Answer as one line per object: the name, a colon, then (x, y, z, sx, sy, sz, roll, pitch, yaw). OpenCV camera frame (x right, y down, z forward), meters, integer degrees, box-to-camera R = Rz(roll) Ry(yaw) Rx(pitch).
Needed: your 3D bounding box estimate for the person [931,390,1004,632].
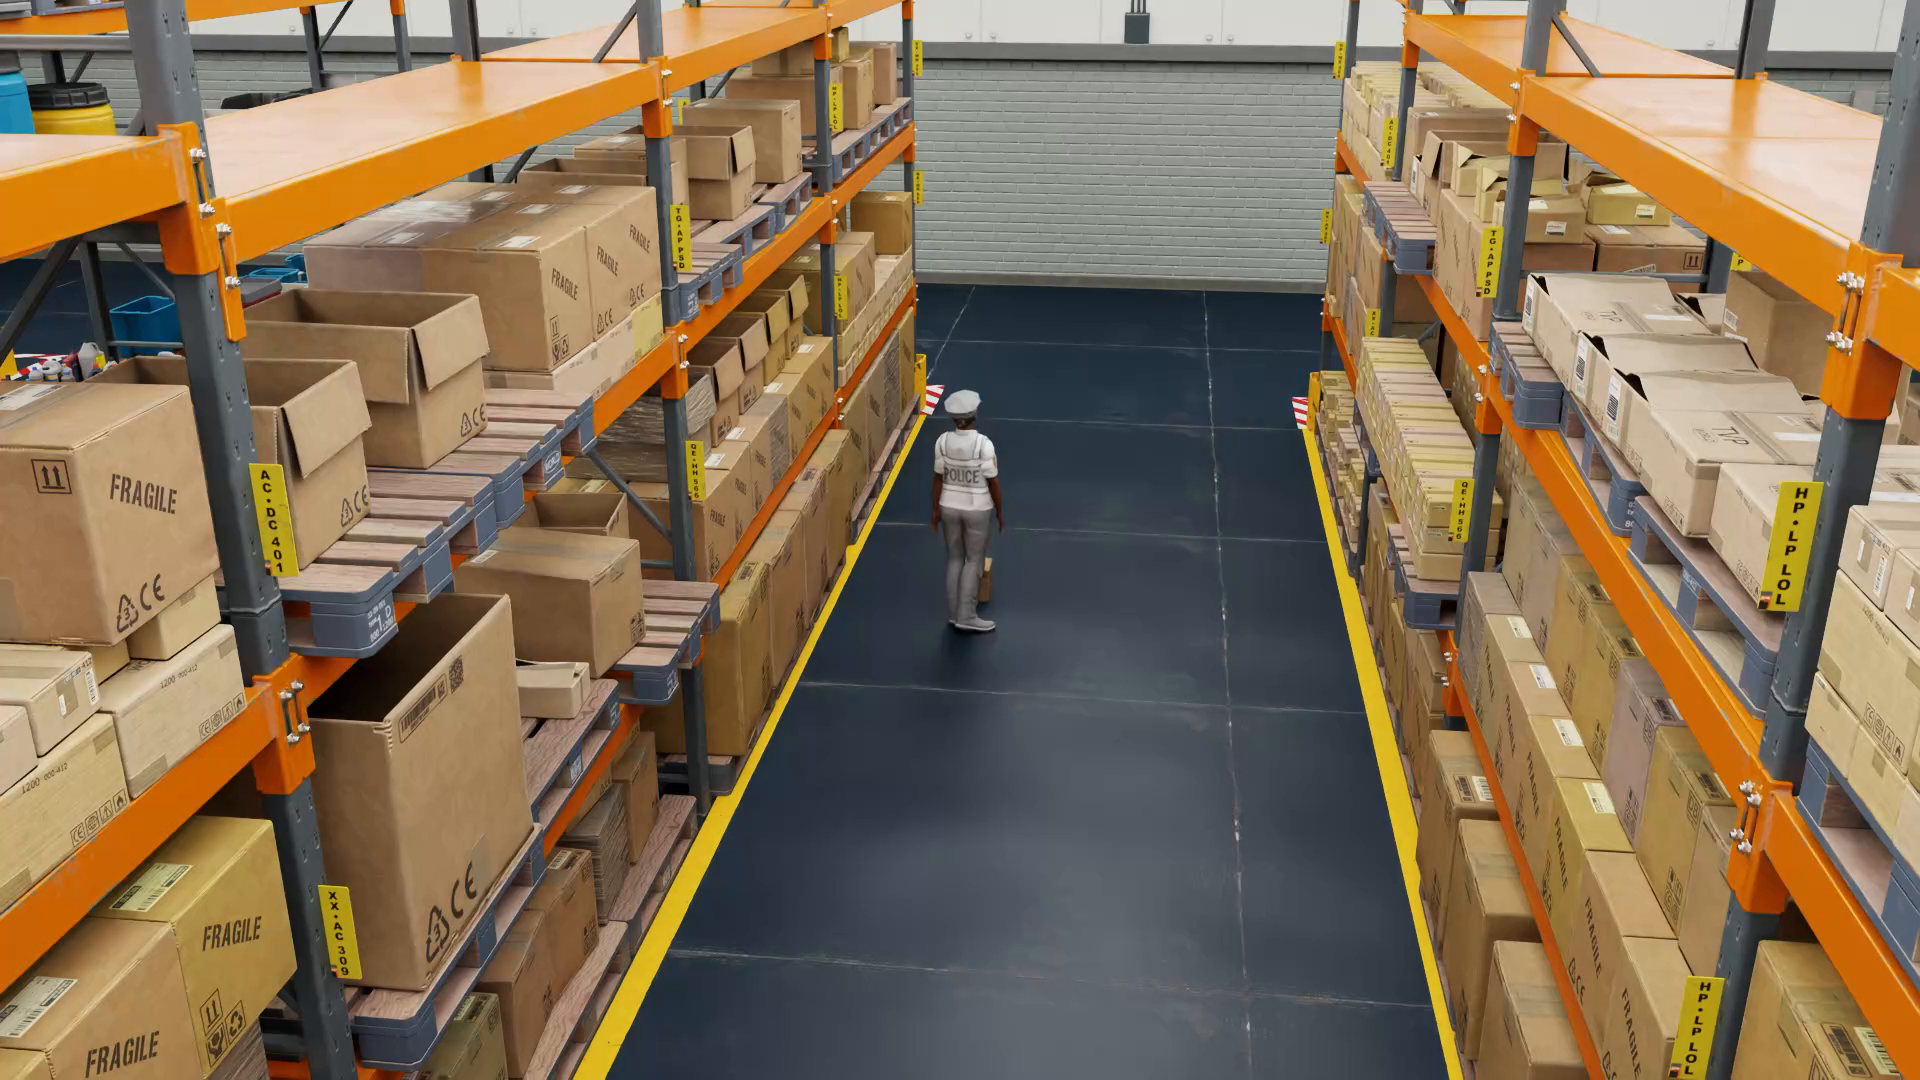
person: (0.046, -0.196, 11.531, 0.497, 1.700, 0.395, 8, 23, 19)
